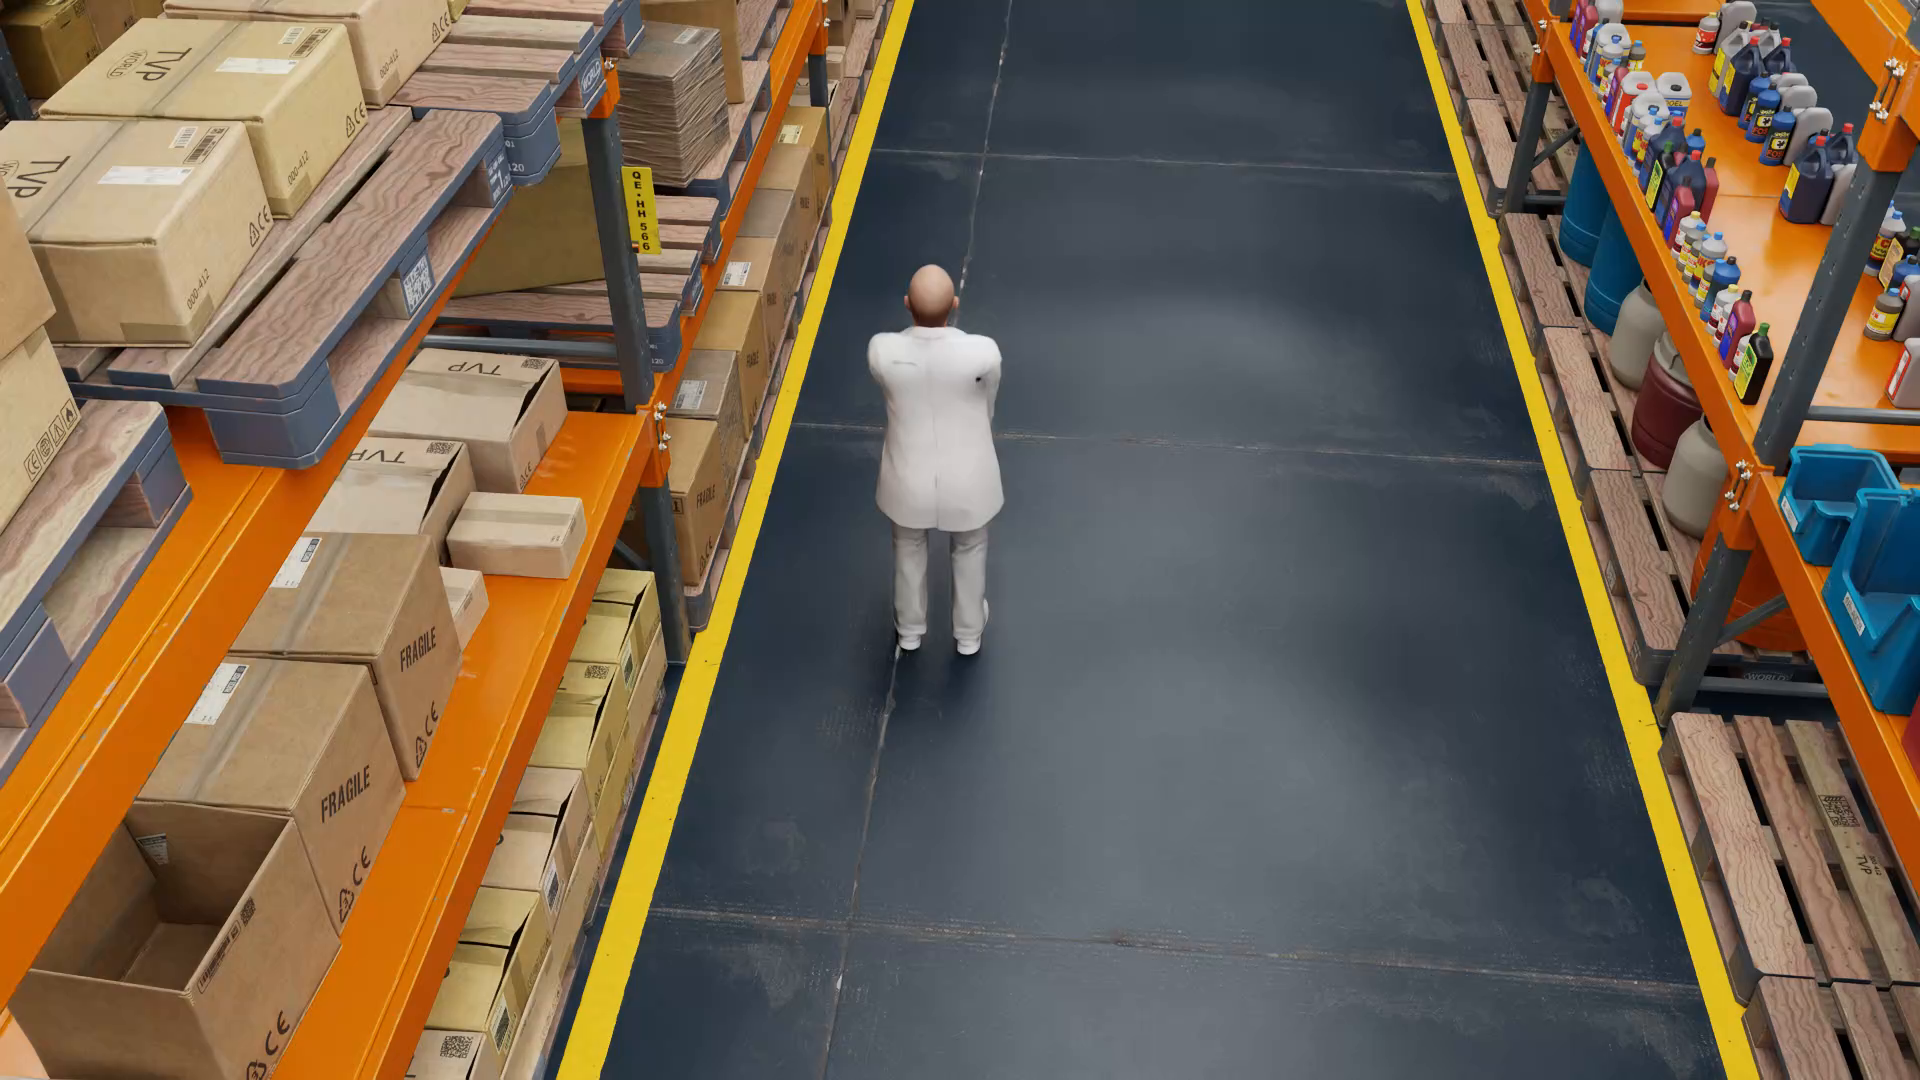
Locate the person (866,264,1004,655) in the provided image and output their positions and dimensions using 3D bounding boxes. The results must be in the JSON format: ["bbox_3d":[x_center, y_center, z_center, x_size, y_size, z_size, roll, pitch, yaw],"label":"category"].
[{"bbox_3d":[-0.079,-0.365,6.613,0.526,1.780,0.556,3,40,3],"label":"person"}]
